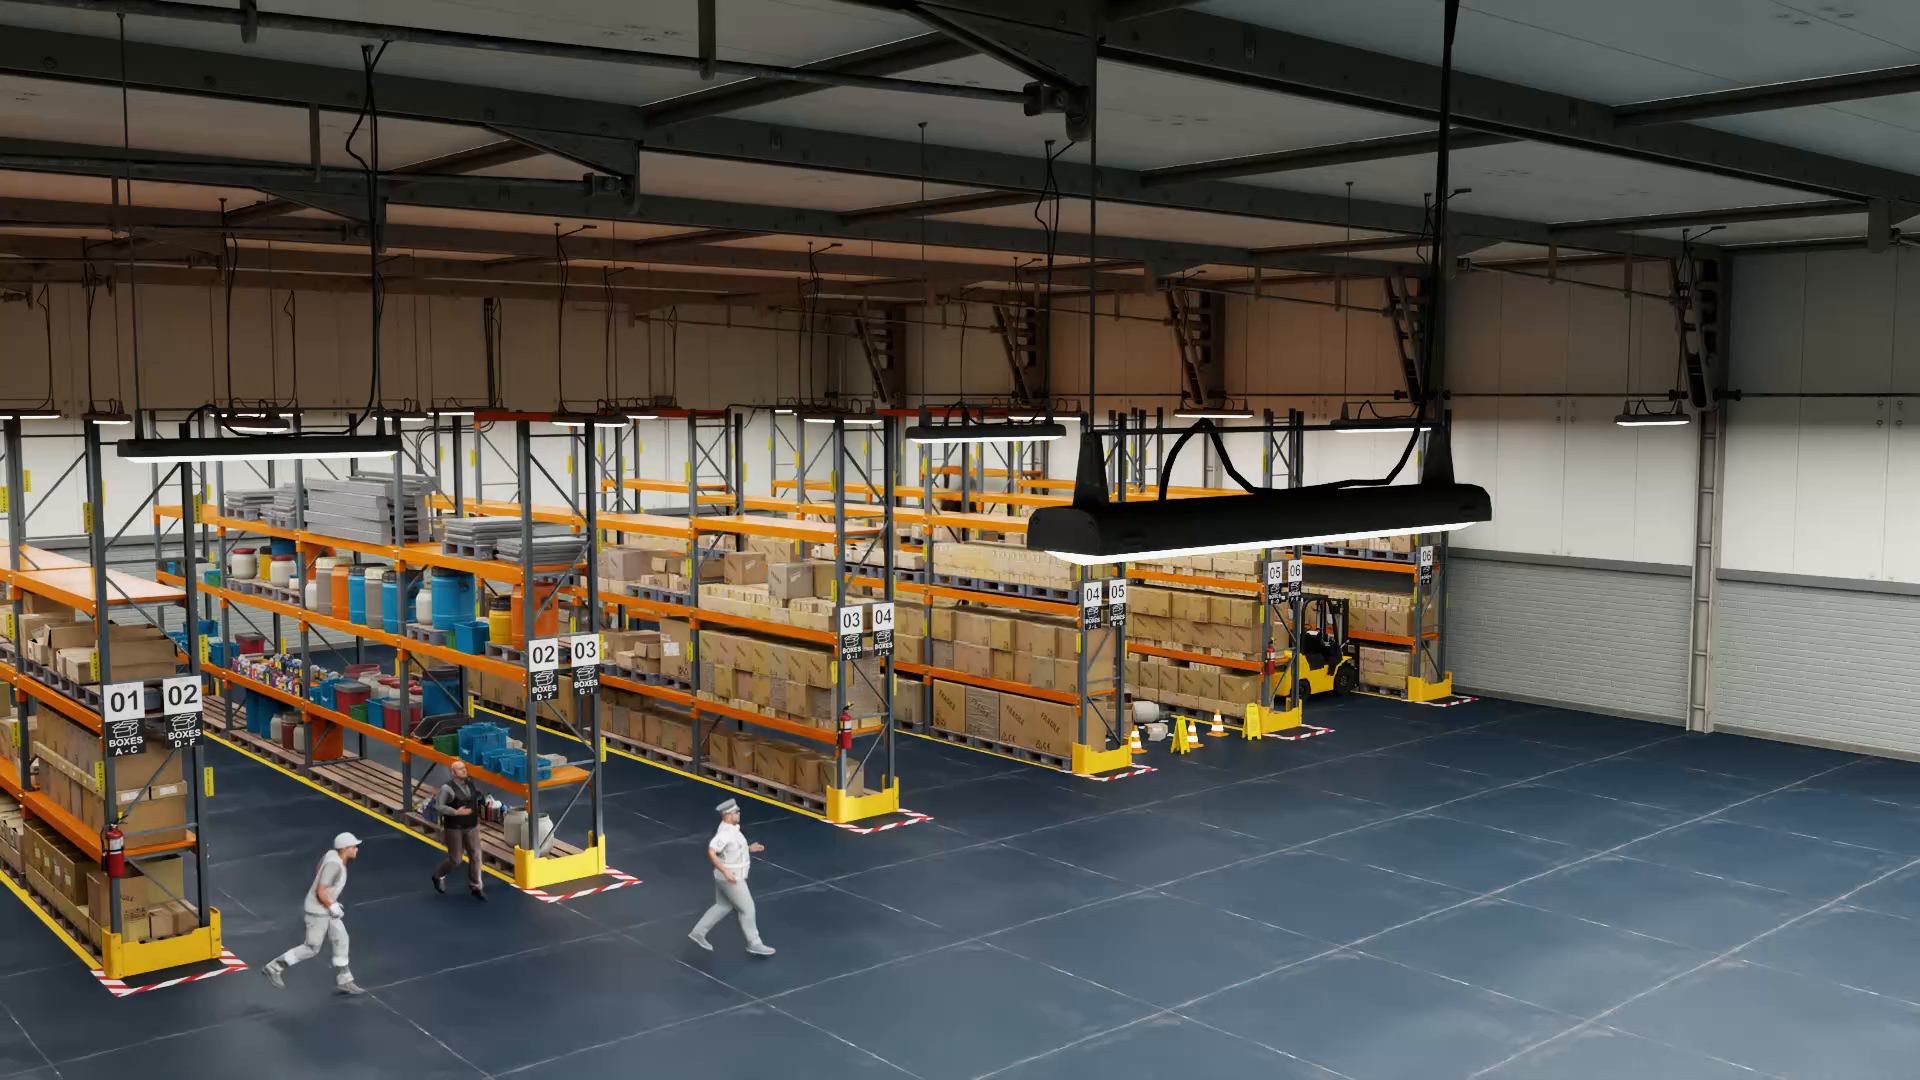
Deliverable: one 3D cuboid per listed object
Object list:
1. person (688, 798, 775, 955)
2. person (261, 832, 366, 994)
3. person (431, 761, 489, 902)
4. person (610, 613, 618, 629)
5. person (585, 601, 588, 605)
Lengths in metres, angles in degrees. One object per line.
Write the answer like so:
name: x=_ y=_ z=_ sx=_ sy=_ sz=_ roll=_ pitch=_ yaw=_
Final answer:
person: x=-2.561 y=3.781 z=18.672 sx=0.946 sy=1.773 sz=0.666 roll=-1 pitch=5 yaw=-11
person: x=-6.810 y=3.958 z=17.490 sx=1.032 sy=1.738 sz=0.682 roll=-2 pitch=5 yaw=-20
person: x=-6.274 y=3.639 z=20.862 sx=0.849 sy=1.745 sz=0.671 roll=3 pitch=6 yaw=35
person: x=-8.543 y=1.872 z=41.367 sx=1.003 sy=1.626 sz=0.615 roll=-4 pitch=6 yaw=-38
person: x=-8.562 y=2.201 z=37.881 sx=0.569 sy=1.685 sz=0.744 roll=-3 pitch=6 yaw=-29
